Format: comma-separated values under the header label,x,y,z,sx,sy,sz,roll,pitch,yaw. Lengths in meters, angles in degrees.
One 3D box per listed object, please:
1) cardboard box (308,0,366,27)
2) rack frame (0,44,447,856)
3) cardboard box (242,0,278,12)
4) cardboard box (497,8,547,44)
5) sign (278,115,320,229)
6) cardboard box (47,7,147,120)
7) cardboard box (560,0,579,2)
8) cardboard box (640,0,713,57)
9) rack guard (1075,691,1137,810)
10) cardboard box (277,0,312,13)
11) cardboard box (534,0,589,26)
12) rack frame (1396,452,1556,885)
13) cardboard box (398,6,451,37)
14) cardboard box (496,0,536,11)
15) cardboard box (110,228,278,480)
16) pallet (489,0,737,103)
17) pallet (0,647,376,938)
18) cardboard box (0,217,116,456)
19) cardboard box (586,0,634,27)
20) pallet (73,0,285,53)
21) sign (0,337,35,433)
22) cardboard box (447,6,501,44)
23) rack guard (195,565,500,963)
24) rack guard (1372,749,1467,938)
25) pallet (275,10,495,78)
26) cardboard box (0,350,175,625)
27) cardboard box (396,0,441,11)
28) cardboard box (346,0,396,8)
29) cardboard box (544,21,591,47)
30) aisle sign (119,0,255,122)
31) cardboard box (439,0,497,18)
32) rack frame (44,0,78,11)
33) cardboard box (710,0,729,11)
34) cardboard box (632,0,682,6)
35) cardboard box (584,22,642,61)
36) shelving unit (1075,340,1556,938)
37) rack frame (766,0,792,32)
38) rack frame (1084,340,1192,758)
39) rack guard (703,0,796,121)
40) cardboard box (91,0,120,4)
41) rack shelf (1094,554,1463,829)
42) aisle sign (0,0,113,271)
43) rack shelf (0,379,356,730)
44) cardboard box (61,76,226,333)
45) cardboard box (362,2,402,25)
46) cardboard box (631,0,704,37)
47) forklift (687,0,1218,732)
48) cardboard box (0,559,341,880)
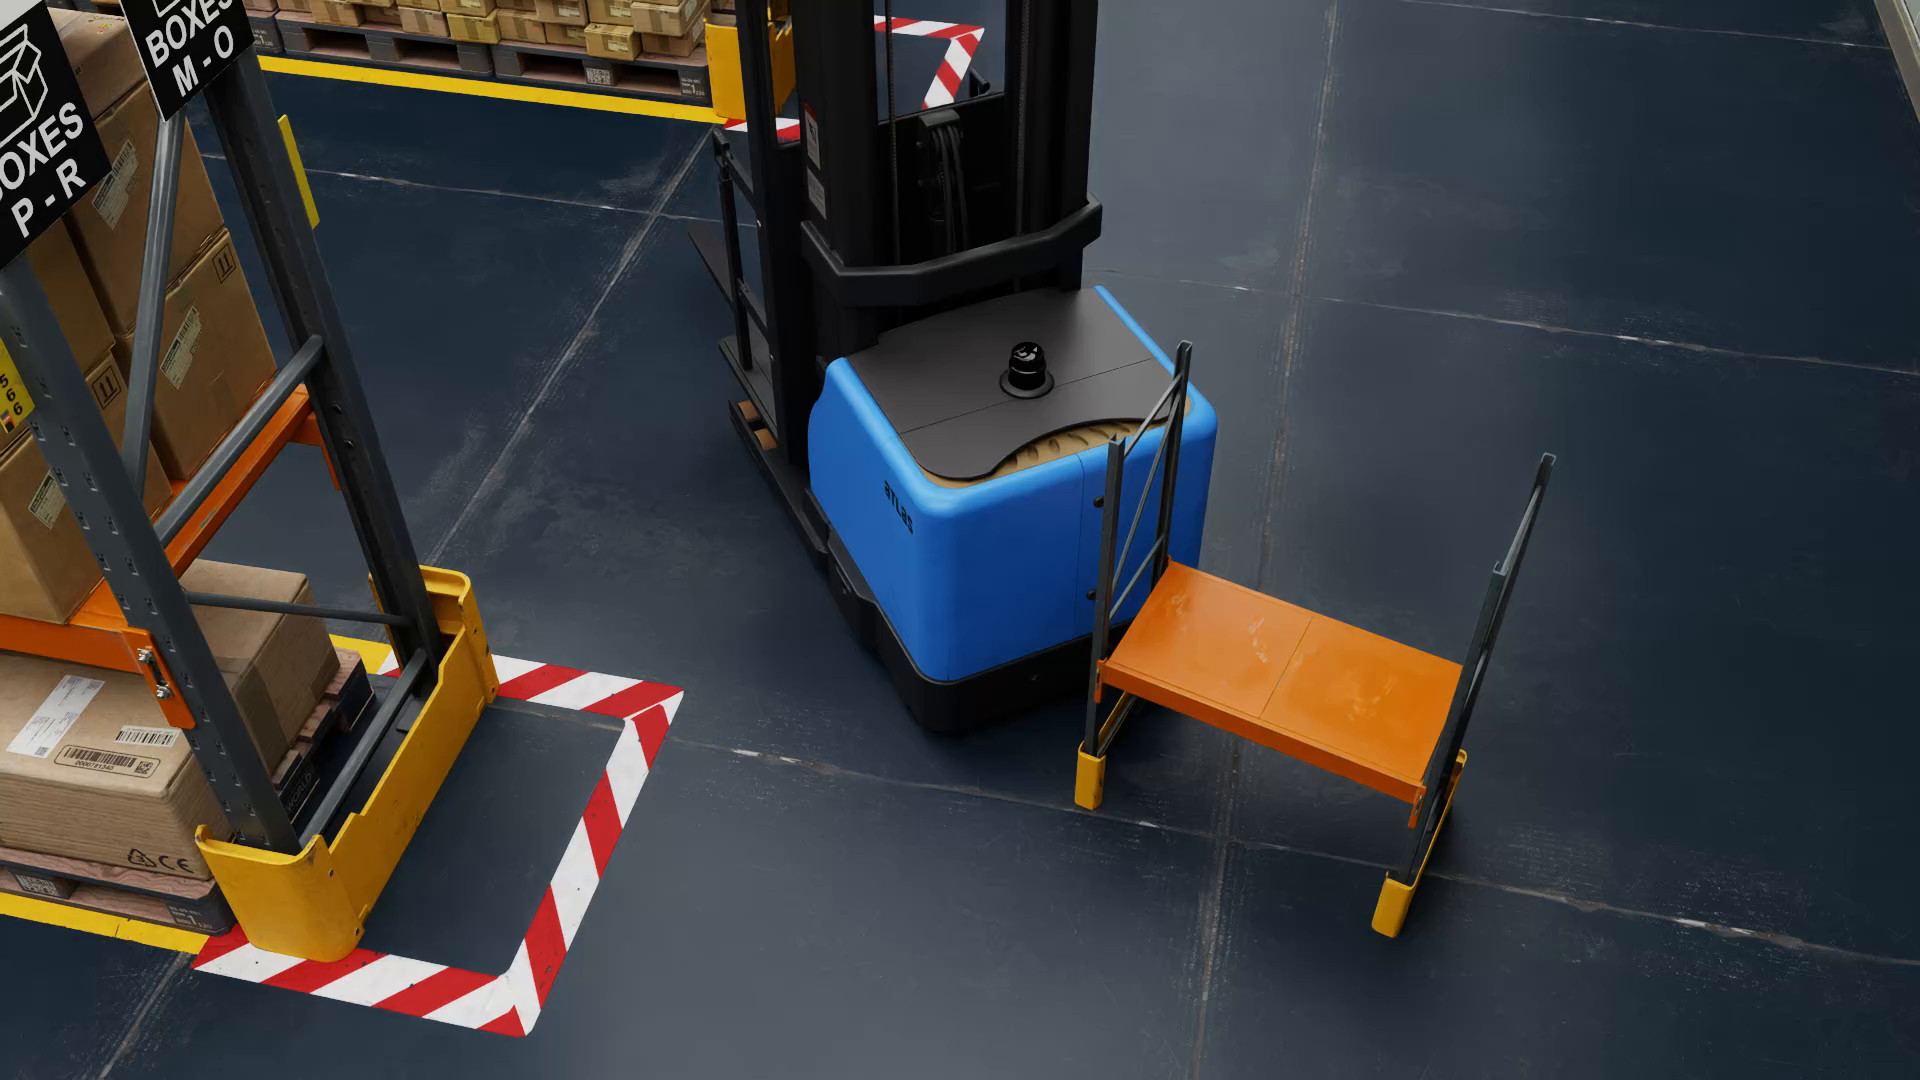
label,x,y,z,sx,sy,sz,roll,pitch,yaw
cardboard box,-3.251,-2.893,8.846,0.250,0.149,0.380,8,44,8
rack frame,-1.890,-0.240,4.336,0.127,3.000,1.000,9,45,9
cardboard box,-3.754,-3.015,8.972,0.250,0.149,0.380,8,44,8
cardboard box,-2.223,-2.765,8.713,0.250,0.149,0.380,9,45,9
sign,-1.763,-0.955,4.398,0.005,0.325,0.100,9,45,9
cardboard box,-2.176,-1.111,3.980,0.250,0.149,0.380,10,45,10
cardboard box,-1.993,-2.883,8.406,0.250,0.149,0.380,8,44,8
cardboard box,-1.467,-2.668,8.612,0.250,0.149,0.380,10,45,10
rack guard,0.538,0.591,5.455,0.087,0.250,0.587,21,48,20
cardboard box,-3.484,-2.998,8.955,0.250,0.149,0.380,7,44,7
cardboard box,-1.993,-2.801,8.535,0.250,0.149,0.380,7,44,7
rack frame,1.416,0.469,4.681,0.032,1.500,0.500,21,48,20
cardboard box,-2.748,-2.816,8.766,0.250,0.149,0.380,10,45,10
cardboard box,-2.232,-2.911,8.650,0.250,0.149,0.380,8,45,9
cardboard box,-2.296,-0.543,4.579,0.500,0.500,0.500,9,45,9
pallet,-1.767,-2.759,8.964,1.213,0.211,1.003,9,45,9
pallet,-2.687,0.697,5.374,1.213,0.211,1.003,9,45,9
cardboard box,-2.412,-0.548,3.863,0.500,0.500,0.500,10,45,10
cardboard box,-1.728,-2.799,8.534,0.250,0.149,0.380,8,44,8
pallet,-4.148,-3.128,9.348,1.213,0.211,1.003,9,45,9
sign,-2.022,-0.377,3.473,0.005,0.325,0.100,9,45,9
cardboard box,-2.485,-2.761,8.709,0.250,0.149,0.380,7,44,7
rack guard,-1.867,0.664,5.199,0.348,0.500,1.175,9,45,9
rack guard,1.415,0.919,5.115,0.087,0.250,0.587,21,48,20
pallet,-2.954,-2.945,9.158,1.213,0.211,1.003,9,45,9
cardboard box,-2.419,-0.170,4.191,0.500,0.500,0.500,9,45,9
cardboard box,-2.747,-2.922,8.661,0.250,0.149,0.380,11,45,11
cardboard box,-3.022,-2.945,8.685,0.250,0.149,0.380,9,45,9
cardboard box,-1.979,-2.737,8.683,0.250,0.149,0.380,9,45,9
aisle sign,-1.756,-1.362,3.627,0.004,0.787,0.394,9,45,9
cardboard box,-2.501,-2.870,8.608,0.250,0.149,0.380,9,45,10
rack frame,-4.811,-4.211,8.462,0.127,3.000,1.000,9,45,9
cardboard box,-1.349,-3.025,8.983,0.250,0.149,0.380,10,45,10
cardboard box,-1.480,-2.852,8.374,0.250,0.149,0.380,9,45,10
cardboard box,-1.740,-2.638,8.581,0.250,0.149,0.380,10,45,10
shelving unit,0.976,0.305,4.852,1.083,1.500,0.587,21,48,20
rack frame,-0.908,-3.605,7.833,0.127,3.000,1.000,9,45,9
rack frame,0.521,0.135,5.029,0.032,1.500,0.500,21,48,20
rack guard,-0.982,-2.716,8.711,0.348,0.500,1.175,9,45,9
cardboard box,-4.526,-3.063,9.022,0.250,0.149,0.380,7,44,7
rack shelf,0.968,0.432,4.979,1.000,0.185,0.538,21,48,20
aisle sign,-1.887,-0.956,3.206,0.004,0.787,0.394,9,45,9
rack shelf,-3.842,-0.284,4.900,4.000,0.370,1.077,9,45,9
cardboard box,-2.296,-0.902,4.231,0.500,0.500,0.500,8,44,8
cardboard box,-2.978,-2.905,8.859,0.250,0.149,0.380,10,45,10
cardboard box,-1.485,-2.723,8.455,0.250,0.149,0.380,8,44,8
forklift,-0.266,-1.450,5.643,1.130,2.935,3.031,-18,47,-18
cardboard box,-2.556,0.500,5.113,0.875,0.438,0.875,7,44,8
